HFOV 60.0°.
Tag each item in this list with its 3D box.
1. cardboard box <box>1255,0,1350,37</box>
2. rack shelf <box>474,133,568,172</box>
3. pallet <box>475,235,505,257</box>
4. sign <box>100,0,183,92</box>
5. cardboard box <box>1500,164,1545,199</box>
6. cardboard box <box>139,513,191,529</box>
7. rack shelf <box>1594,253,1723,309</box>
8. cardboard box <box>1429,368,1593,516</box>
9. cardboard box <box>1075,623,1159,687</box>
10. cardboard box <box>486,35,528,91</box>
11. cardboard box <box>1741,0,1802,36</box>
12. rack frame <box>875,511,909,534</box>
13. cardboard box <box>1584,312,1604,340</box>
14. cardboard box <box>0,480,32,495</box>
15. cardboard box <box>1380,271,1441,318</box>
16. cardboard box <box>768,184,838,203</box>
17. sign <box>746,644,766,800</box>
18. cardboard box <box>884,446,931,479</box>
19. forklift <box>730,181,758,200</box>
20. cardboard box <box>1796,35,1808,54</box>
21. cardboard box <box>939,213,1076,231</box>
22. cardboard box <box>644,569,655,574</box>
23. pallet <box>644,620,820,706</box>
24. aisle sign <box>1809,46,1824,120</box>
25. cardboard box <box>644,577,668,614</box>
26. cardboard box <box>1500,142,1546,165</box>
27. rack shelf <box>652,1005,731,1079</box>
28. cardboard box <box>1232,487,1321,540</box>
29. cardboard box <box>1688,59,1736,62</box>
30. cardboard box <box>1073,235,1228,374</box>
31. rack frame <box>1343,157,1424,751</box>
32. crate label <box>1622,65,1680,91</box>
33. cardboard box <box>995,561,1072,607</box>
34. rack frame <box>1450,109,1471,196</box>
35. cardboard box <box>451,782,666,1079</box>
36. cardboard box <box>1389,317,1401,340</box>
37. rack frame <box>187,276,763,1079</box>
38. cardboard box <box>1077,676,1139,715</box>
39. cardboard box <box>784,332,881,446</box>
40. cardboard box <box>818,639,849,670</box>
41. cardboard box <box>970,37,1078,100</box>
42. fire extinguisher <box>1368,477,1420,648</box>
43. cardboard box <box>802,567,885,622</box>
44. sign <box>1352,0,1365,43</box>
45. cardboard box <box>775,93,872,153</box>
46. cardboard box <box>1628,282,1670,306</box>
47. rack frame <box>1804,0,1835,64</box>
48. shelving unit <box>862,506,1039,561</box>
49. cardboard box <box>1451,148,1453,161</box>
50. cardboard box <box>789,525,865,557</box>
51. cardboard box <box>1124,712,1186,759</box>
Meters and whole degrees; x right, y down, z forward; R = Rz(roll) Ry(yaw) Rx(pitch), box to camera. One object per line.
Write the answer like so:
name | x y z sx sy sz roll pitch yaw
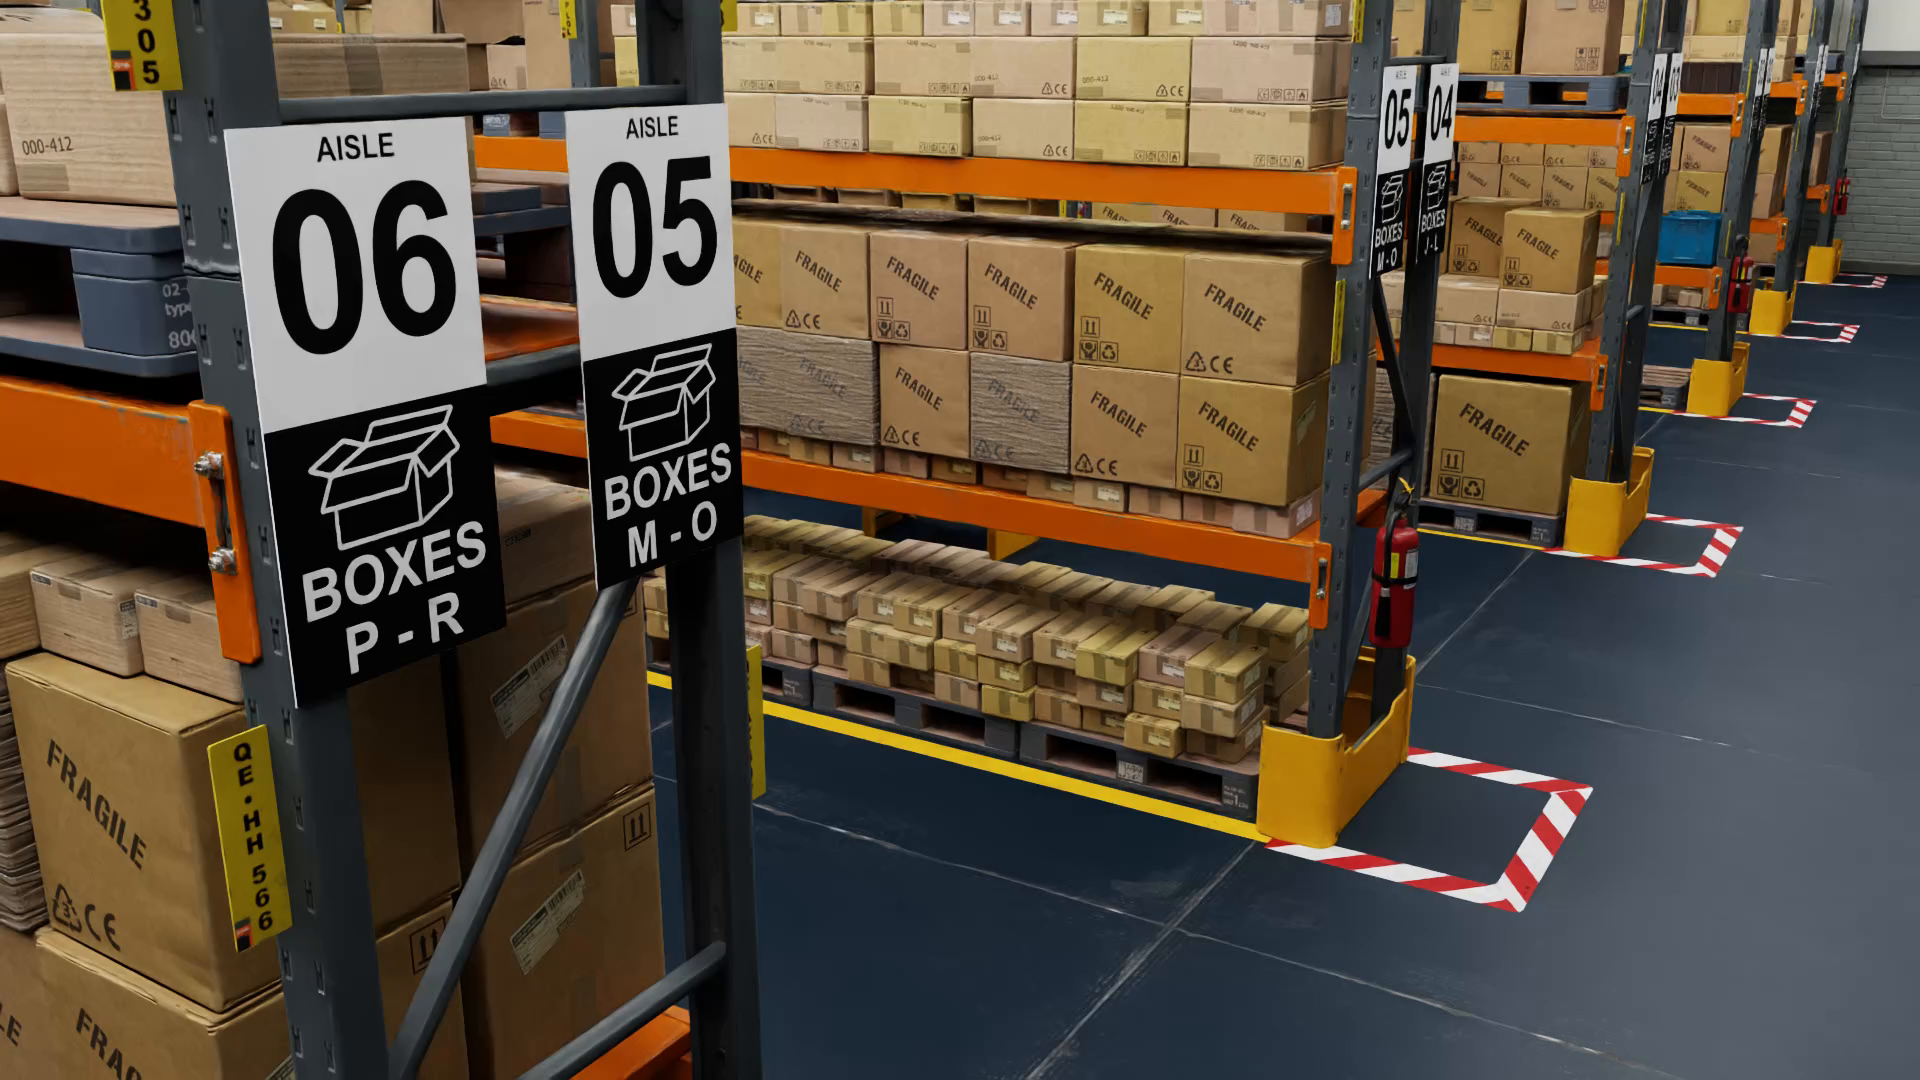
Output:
cardboard box | 1.343 -2.047 6.509 0.250 0.149 0.380 10 20 30
rack shelf | -3.333 -2.279 9.800 4.000 0.370 1.077 10 20 30
pallet | -4.064 -2.904 16.112 1.213 0.211 1.003 10 20 30
sign | -1.020 -0.723 2.051 0.005 0.325 0.100 10 20 30
cardboard box | 6.970 -4.375 20.452 0.500 0.500 0.500 11 20 31
cardboard box | -1.538 -0.119 3.603 0.250 0.149 0.380 9 19 28
rack shelf | 5.350 -2.675 16.264 4.000 0.370 1.077 10 20 30
cardboard box | 3.875 -0.750 11.623 0.875 0.875 0.875 10 20 30
cardboard box | 0.725 0.525 7.651 0.250 0.149 0.380 10 19 29
cardboard box | -2.269 -2.663 9.257 0.500 0.311 0.500 10 19 29
cardboard box | 9.203 -5.977 18.843 0.500 0.500 0.700 10 20 30
rack frame | -0.506 -0.808 11.460 0.032 1.500 0.500 10 20 30
cardboard box | 4.332 -1.504 11.603 0.250 0.149 0.380 10 20 31
cardboard box | -2.007 -0.032 3.319 0.250 0.149 0.380 10 20 30
cardboard box | 3.044 -1.722 11.634 0.500 0.250 0.500 9 19 28
cardboard box | -1.187 -3.018 14.258 0.637 0.503 0.797 11 20 31
sign | -0.429 0.377 3.352 0.005 0.325 0.100 10 20 30
cardboard box | -0.158 -0.422 8.041 0.250 0.149 0.380 11 20 32
forklift | -2.368 -2.202 13.589 1.130 2.935 3.031 -14 22 -39
cardboard box | 11.476 -6.827 22.896 0.500 0.250 0.500 11 20 32
cardboard box | 0.235 -1.314 8.143 0.500 0.500 0.500 9 19 28
cardboard box | -2.120 -0.067 10.018 0.500 0.500 0.500 11 20 32
pallet | -1.038 0.544 9.227 1.213 0.211 1.003 10 20 30
aisle sign | 9.547 -5.099 18.533 0.004 0.787 0.394 10 20 30
cardboard box | -1.487 0.272 8.997 0.250 0.149 0.380 11 20 33
cardboard box | 6.935 -4.856 20.315 0.500 0.500 0.500 9 19 28
rack shelf | -2.429 1.006 4.146 4.000 0.370 1.077 10 20 30
cardboard box | 1.354 -0.135 7.096 0.250 0.149 0.380 10 20 30
cardboard box | 8.653 -5.396 19.082 0.500 0.250 0.500 10 20 30
cardboard box | 0.828 -1.029 7.204 0.500 0.500 0.500 9 19 28
rack frame | 1.782 -0.276 7.129 0.053 2.616 0.949 10 20 30
crate label | 6.437 -4.299 15.469 0.502 0.251 0.408 10 20 30
cardboard box | 0.379 0.244 8.576 0.250 0.149 0.380 10 20 31
rack frame | 6.241 -4.550 21.198 0.127 3.000 1.000 10 20 30
cardboard box | -0.983 0.774 3.500 0.500 0.500 0.500 10 20 30
cardboard box | 3.115 -1.496 11.577 0.250 0.149 0.380 10 19 29
rack frame | -0.725 0.966 3.040 0.127 3.000 1.000 10 20 30
cardboard box | 0.737 0.657 7.727 0.250 0.149 0.380 9 19 28
cardboard box | -0.503 -0.777 8.095 0.500 0.500 0.500 10 19 29
cardboard box | -0.531 0.538 8.631 0.250 0.149 0.380 9 19 28
cardboard box | 0.383 -2.041 7.177 0.500 0.250 0.500 10 20 31
fire extinguisher | 1.753 0.093 6.690 0.183 0.674 0.296 10 20 30
cardboard box | -0.590 0.274 8.476 0.250 0.149 0.380 11 20 31
sign | 1.472 -2.000 6.119 0.005 0.325 0.100 10 20 30
cardboard box | -0.507 -1.953 7.748 0.500 0.250 0.500 11 20 32
cardboard box | 8.263 -3.010 20.102 0.500 0.250 0.500 10 20 30
rack frame | 9.649 -6.812 18.323 0.127 3.000 1.000 10 20 30
shelving unit | -0.065 -0.729 11.201 1.083 1.500 0.587 10 20 30
cardboard box | 7.441 -6.138 25.710 0.500 0.500 0.500 10 20 30
cardboard box | -0.735 0.050 9.216 0.250 0.149 0.380 10 20 30
cardboard box | 0.950 0.845 7.620 0.250 0.149 0.380 11 20 32
